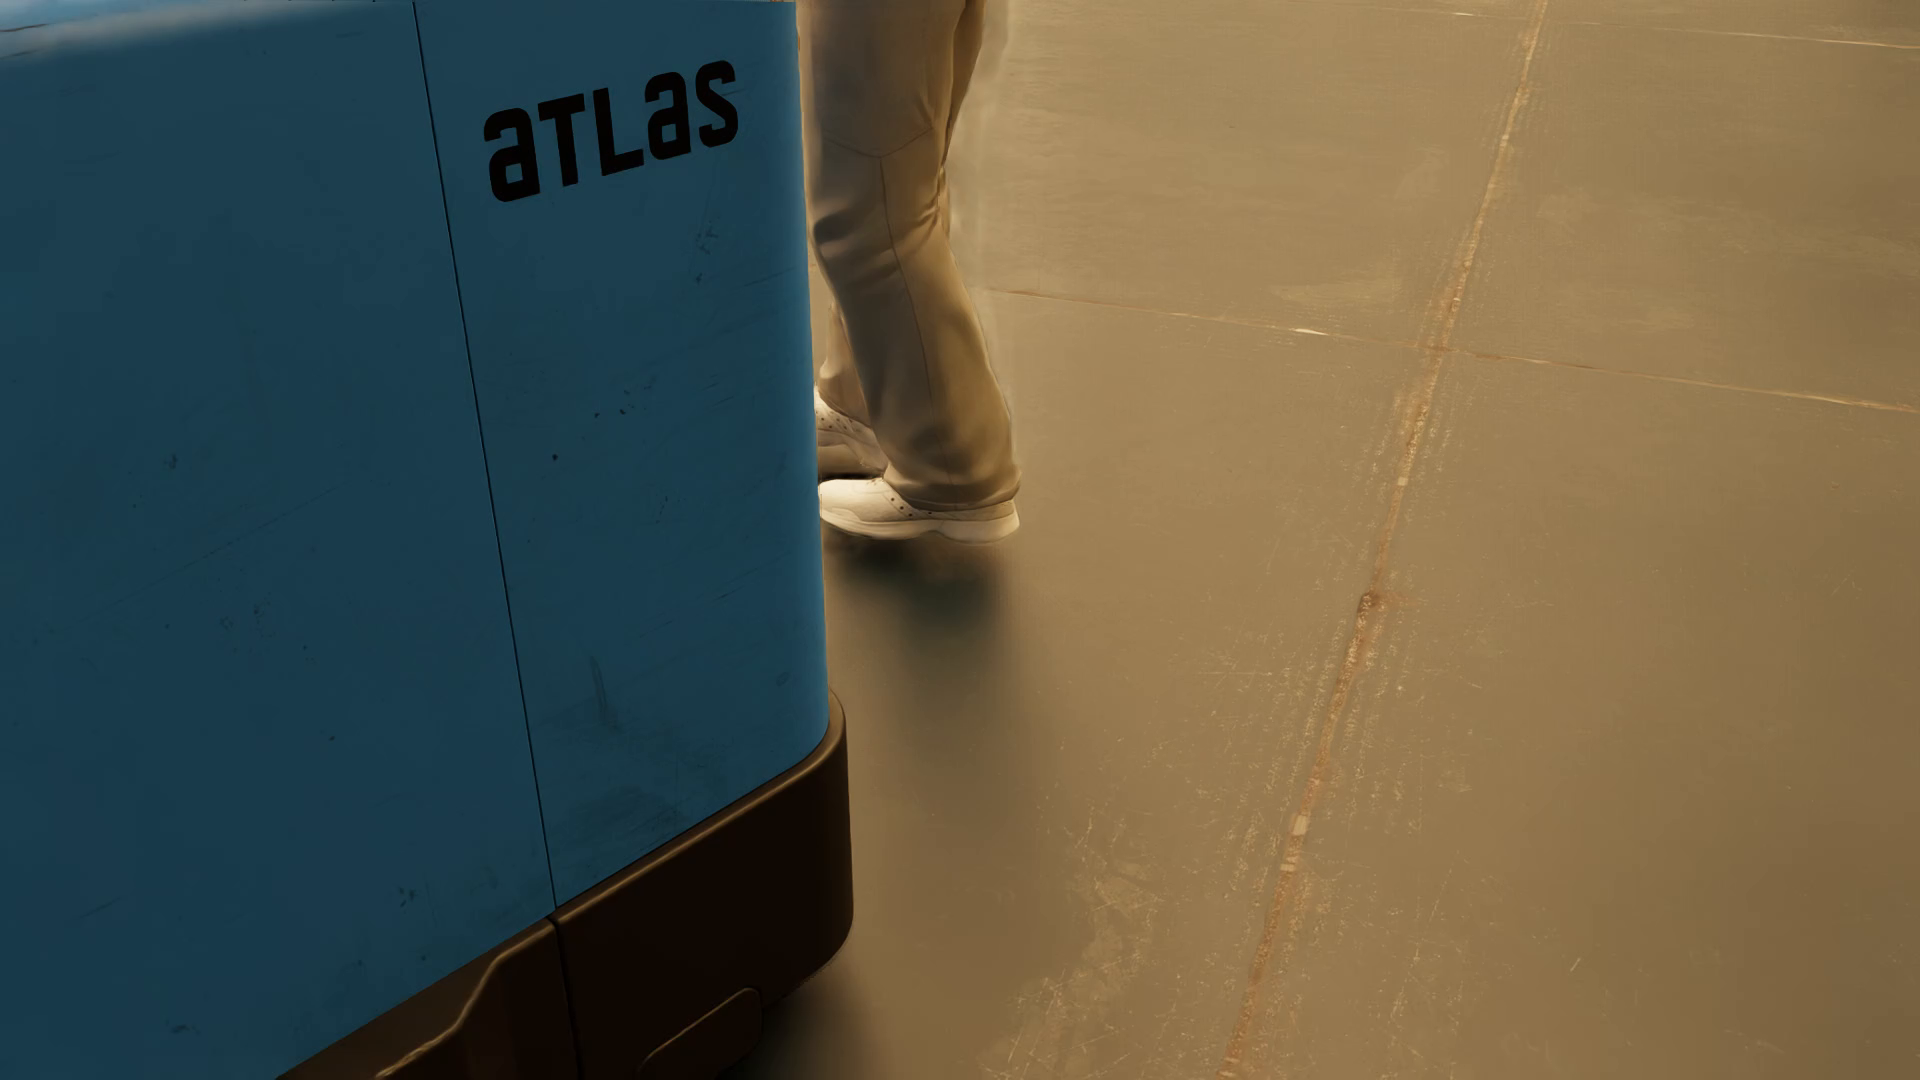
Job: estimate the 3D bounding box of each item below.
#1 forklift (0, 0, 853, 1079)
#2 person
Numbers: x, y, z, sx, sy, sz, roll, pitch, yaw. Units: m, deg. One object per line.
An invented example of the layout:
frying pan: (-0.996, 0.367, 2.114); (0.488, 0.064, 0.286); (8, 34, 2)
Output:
forklift: (-1.479, -0.464, 0.345); (1.130, 2.935, 3.031); (25, 38, 36)
person: (-0.155, -0.762, 2.080); (0.515, 1.663, 0.574); (9, 31, 15)
